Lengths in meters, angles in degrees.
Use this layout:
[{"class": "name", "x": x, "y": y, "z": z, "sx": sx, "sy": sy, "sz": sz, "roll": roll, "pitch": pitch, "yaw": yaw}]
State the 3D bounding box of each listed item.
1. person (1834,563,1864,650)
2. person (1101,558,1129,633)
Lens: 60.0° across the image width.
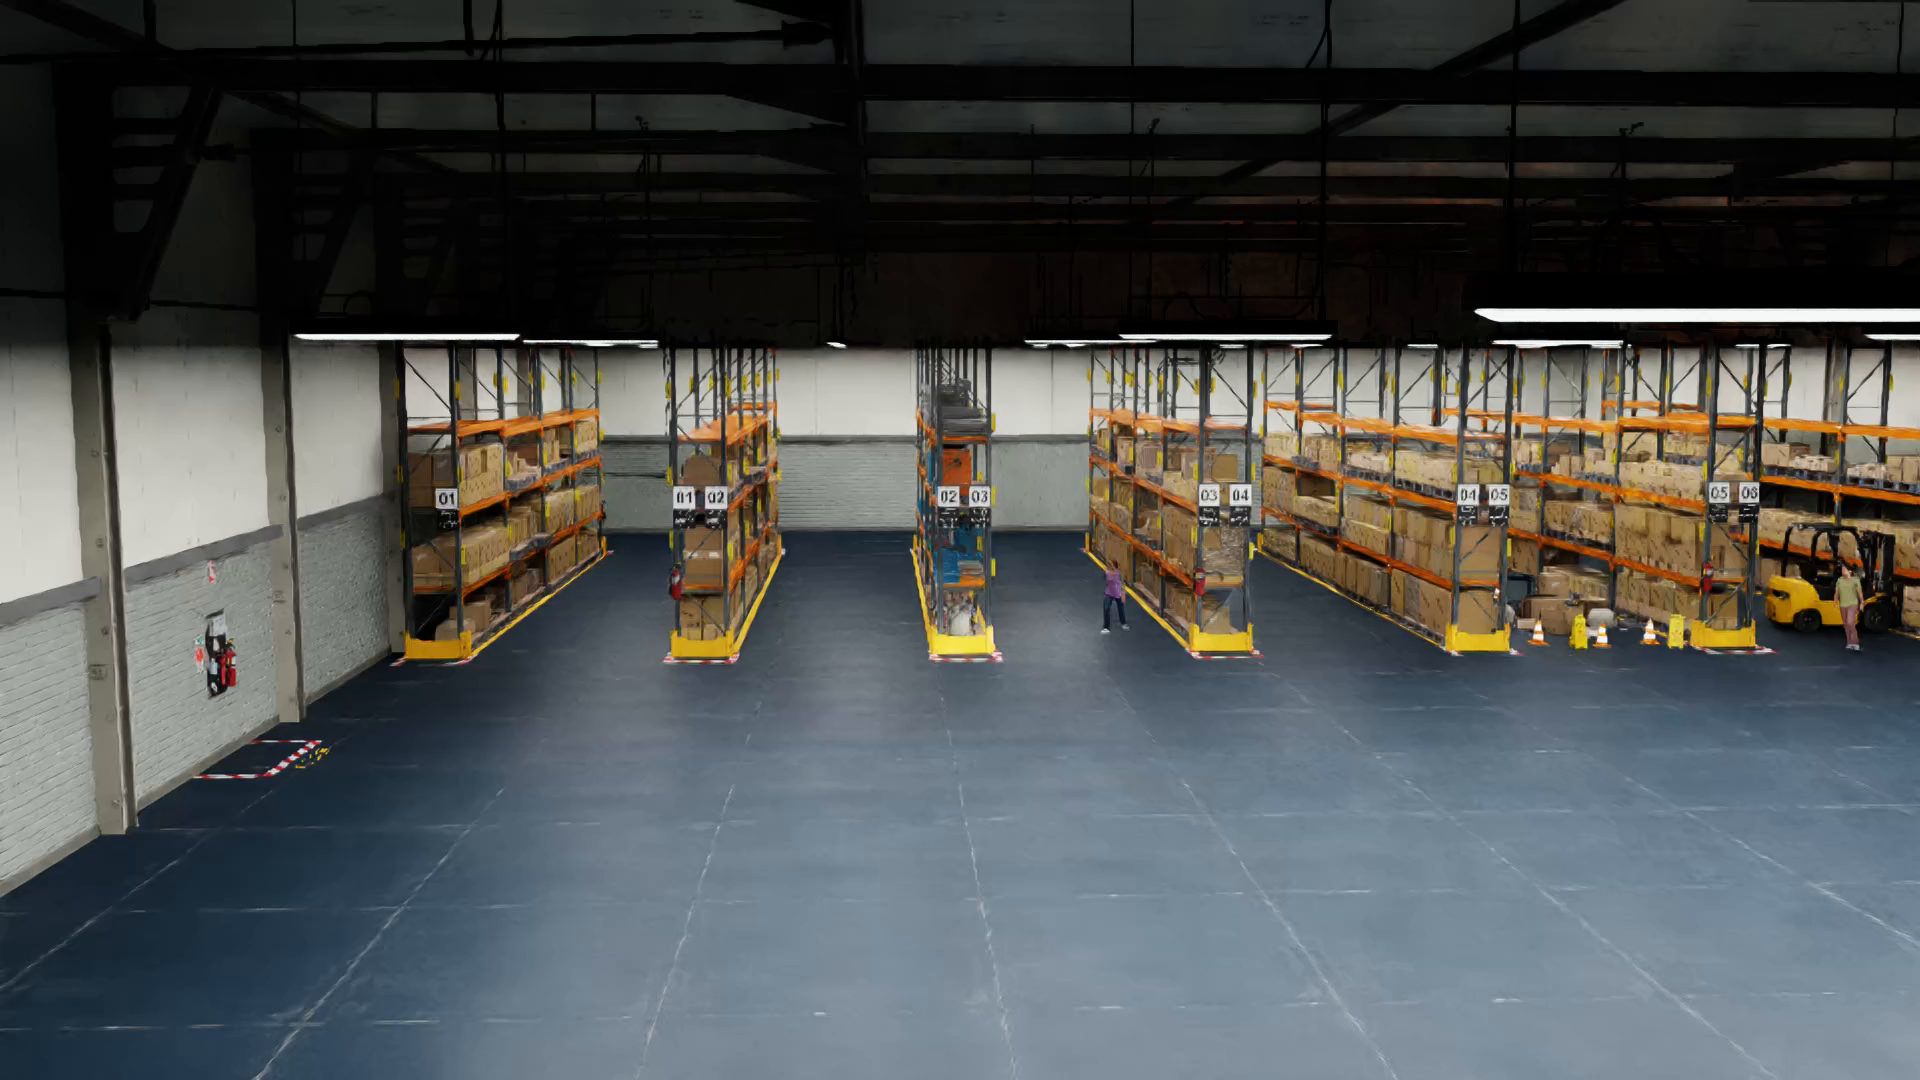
[{"class": "person", "x": 17.067, "y": 1.267, "z": 31.897, "sx": 0.480, "sy": 1.653, "sz": 0.570, "roll": -5, "pitch": 8, "yaw": -35}, {"class": "person", "x": 3.165, "y": 1.111, "z": 33.885, "sx": 0.458, "sy": 1.531, "sz": 0.876, "roll": 2, "pitch": 7, "yaw": 20}]
